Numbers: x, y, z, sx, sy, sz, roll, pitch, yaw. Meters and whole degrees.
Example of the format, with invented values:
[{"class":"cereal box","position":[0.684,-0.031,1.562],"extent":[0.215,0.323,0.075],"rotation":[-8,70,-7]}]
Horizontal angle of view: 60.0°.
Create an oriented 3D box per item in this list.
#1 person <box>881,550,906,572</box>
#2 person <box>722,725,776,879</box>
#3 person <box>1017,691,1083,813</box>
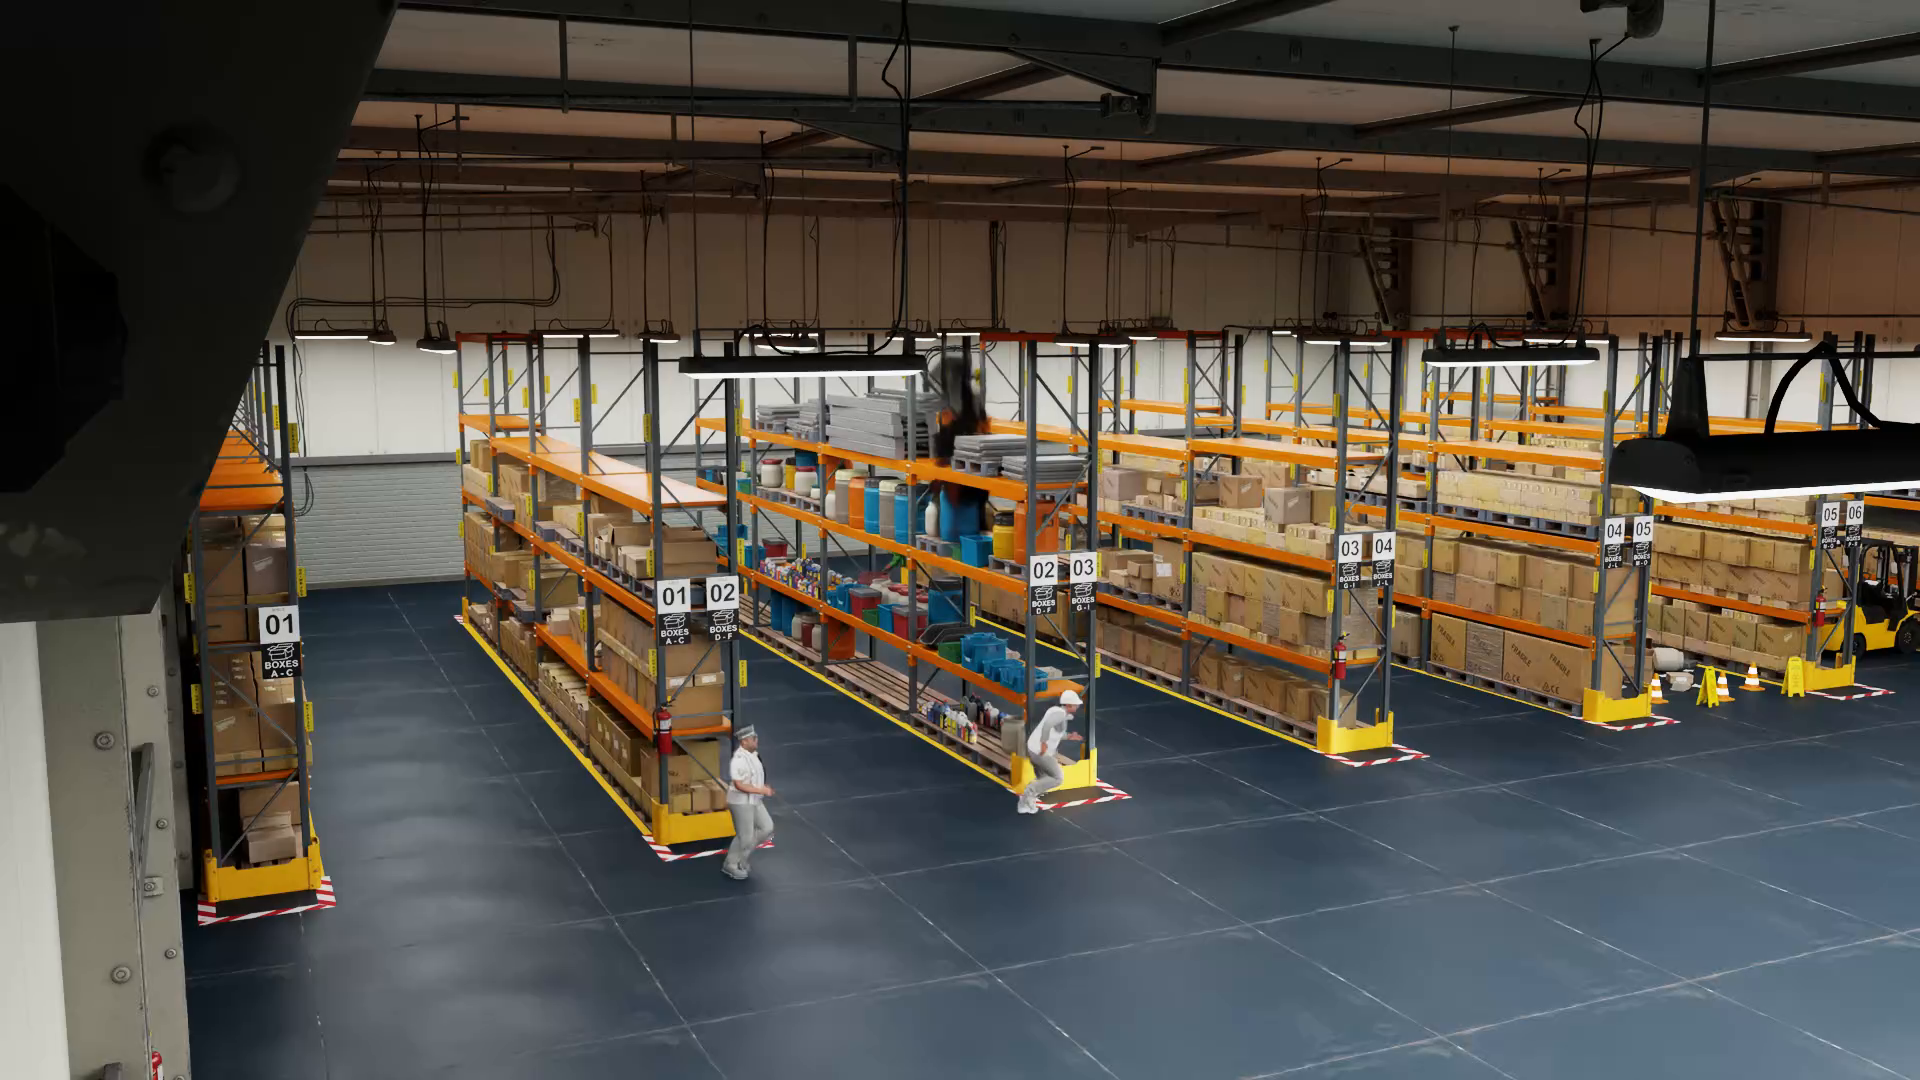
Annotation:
[{"class":"person","position":[-1.490,0.151,39.504],"extent":[1.107,1.708,0.526],"rotation":[-3,8,-23]},{"class":"person","position":[-2.368,2.952,18.803],"extent":[0.660,1.768,0.694],"rotation":[2,8,13]},{"class":"person","position":[1.149,2.707,21.111],"extent":[0.852,1.598,0.684],"rotation":[-1,8,-4]}]
